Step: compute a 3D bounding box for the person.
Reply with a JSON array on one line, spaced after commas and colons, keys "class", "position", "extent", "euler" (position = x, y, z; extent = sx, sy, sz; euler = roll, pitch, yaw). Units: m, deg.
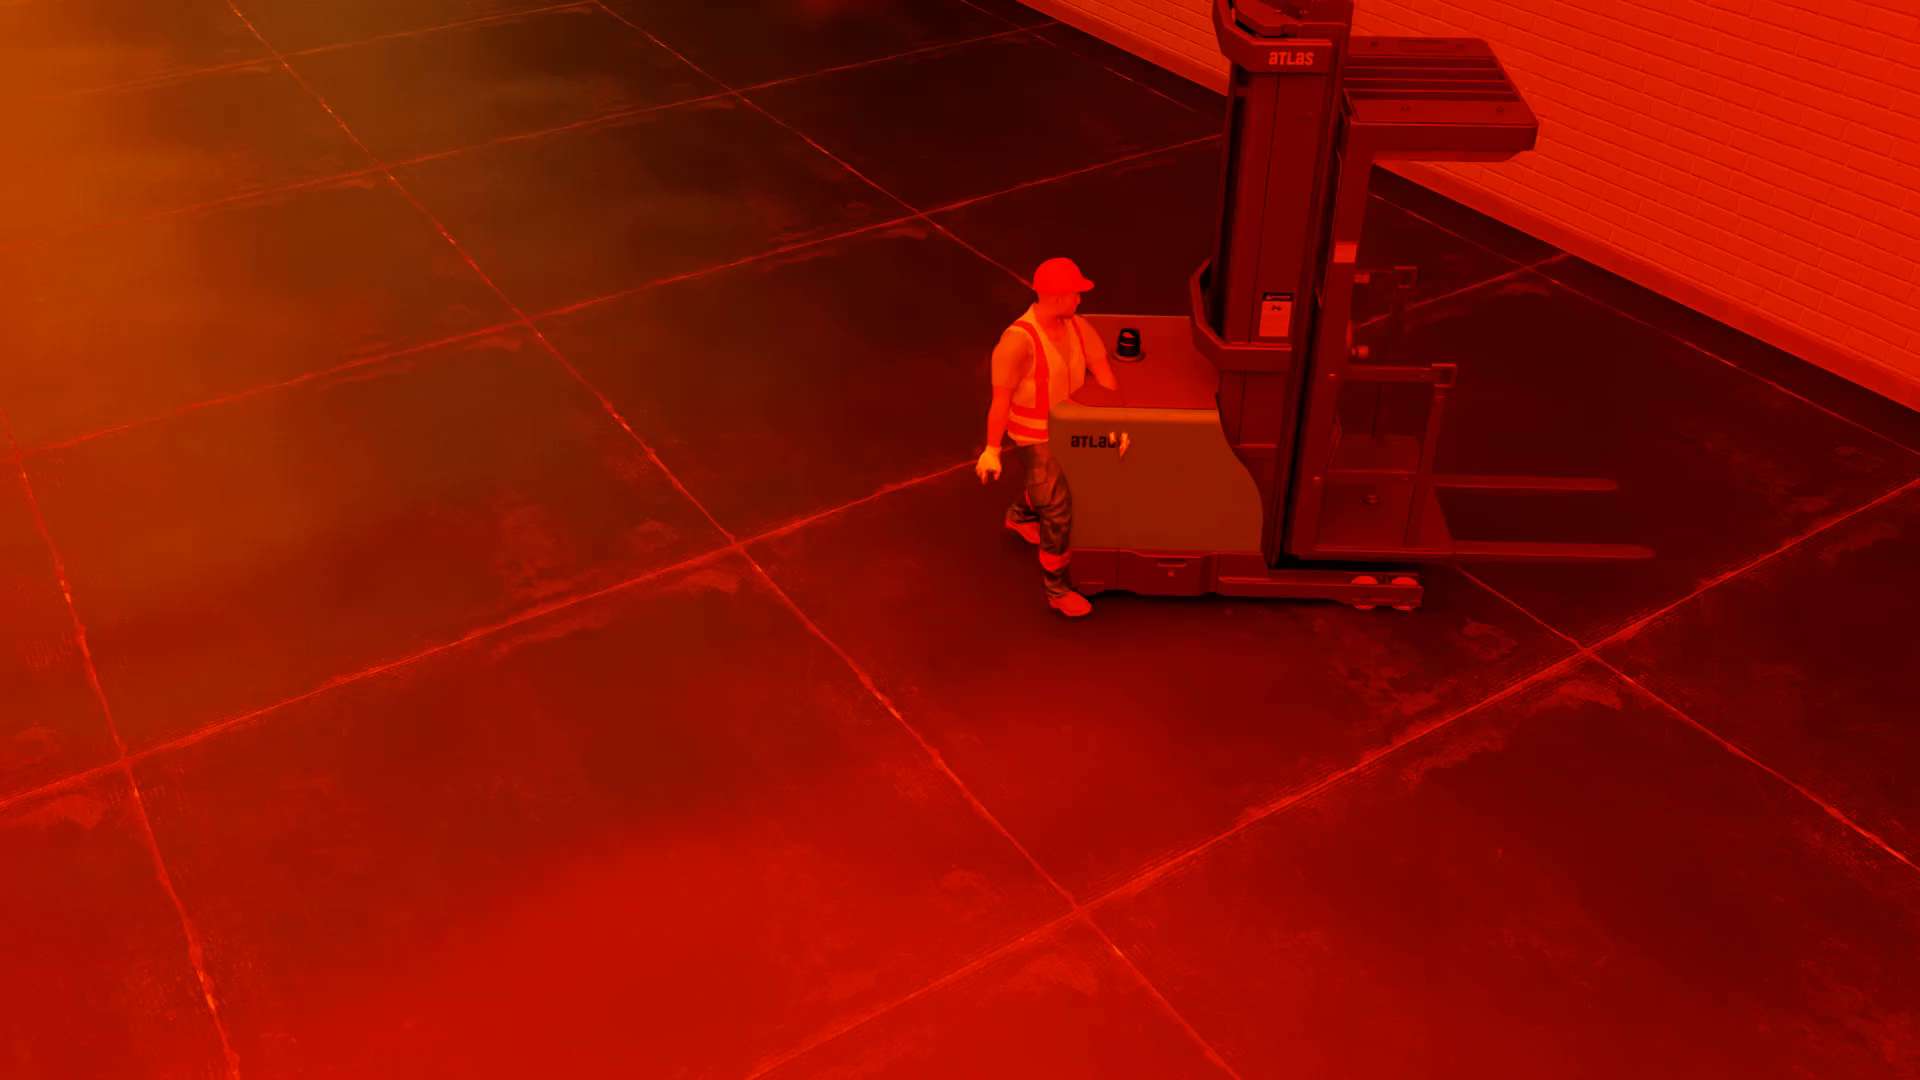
[{"class": "person", "position": [0.410, -0.489, 7.928], "extent": [0.832, 1.716, 0.714], "euler": [25, 42, 31]}]

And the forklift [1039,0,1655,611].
[{"class": "forklift", "position": [1.929, -1.166, 7.807], "extent": [3.031, 2.935, 1.130], "euler": [1, 35, 2]}]
